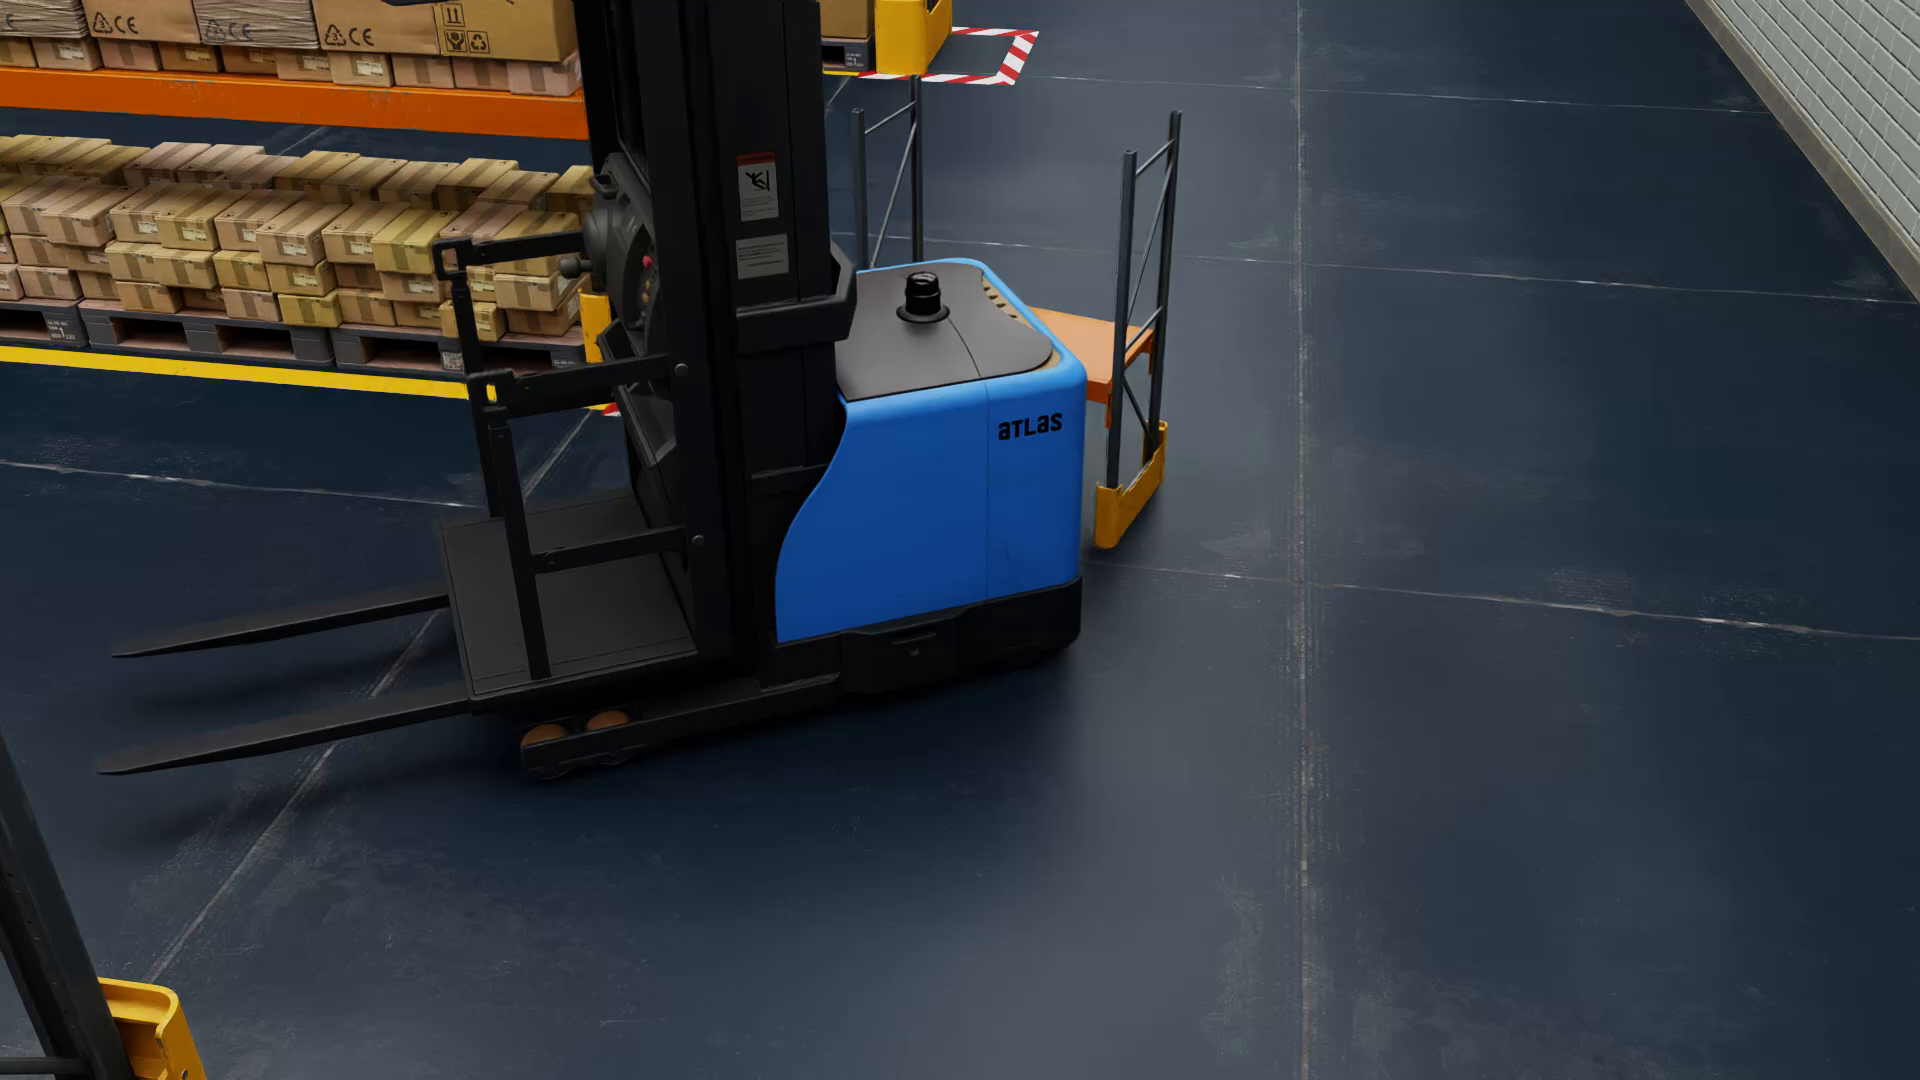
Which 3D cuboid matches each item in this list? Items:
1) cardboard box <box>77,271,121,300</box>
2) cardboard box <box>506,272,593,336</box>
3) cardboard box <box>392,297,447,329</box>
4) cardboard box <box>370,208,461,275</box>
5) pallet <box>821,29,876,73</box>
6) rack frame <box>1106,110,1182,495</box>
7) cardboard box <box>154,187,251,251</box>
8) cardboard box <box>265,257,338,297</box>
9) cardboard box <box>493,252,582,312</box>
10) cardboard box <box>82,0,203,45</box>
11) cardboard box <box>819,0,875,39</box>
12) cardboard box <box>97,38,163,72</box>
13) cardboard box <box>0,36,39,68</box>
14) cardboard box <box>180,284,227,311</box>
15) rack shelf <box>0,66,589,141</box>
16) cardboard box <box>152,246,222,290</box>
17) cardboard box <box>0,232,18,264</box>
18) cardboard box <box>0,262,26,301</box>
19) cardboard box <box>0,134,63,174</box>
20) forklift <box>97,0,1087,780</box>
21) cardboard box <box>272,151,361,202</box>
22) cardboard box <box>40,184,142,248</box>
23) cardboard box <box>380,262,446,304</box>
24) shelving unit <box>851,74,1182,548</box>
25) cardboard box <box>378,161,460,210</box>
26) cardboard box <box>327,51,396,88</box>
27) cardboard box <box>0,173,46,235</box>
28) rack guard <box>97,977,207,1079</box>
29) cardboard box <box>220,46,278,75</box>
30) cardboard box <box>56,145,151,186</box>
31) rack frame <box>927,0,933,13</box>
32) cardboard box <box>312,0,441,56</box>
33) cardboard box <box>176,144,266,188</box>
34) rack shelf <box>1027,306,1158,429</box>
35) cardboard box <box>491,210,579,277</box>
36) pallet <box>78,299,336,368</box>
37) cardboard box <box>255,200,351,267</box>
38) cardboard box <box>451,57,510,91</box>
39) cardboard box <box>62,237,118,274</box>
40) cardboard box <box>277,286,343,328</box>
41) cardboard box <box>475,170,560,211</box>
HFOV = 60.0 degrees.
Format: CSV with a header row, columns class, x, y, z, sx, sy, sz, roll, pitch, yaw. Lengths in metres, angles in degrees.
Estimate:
class,x,y,z,sx,sy,sz,roll,pitch,yaw
cardboard box,-3.865,-1.258,7.724,0.250,0.149,0.380,4,32,6
cardboard box,-1.827,-1.061,7.409,0.250,0.149,0.380,6,32,9
cardboard box,-2.343,-1.099,7.470,0.250,0.149,0.380,5,32,8
cardboard box,-2.352,-1.299,7.228,0.250,0.149,0.380,4,32,7
pallet,-1.140,-3.587,11.781,1.213,0.211,1.003,5,32,8
rack frame,0.657,-0.752,6.038,0.032,1.500,0.500,14,35,21
cardboard box,-3.375,-1.440,7.454,0.250,0.149,0.380,5,32,8
cardboard box,-2.866,-1.232,7.401,0.250,0.149,0.380,6,32,9
cardboard box,-1.841,-1.147,7.266,0.250,0.149,0.380,4,32,7
cardboard box,-3.257,-2.366,6.828,0.500,0.500,0.500,7,33,11
cardboard box,-0.983,-4.031,11.469,0.875,0.875,0.875,5,32,8
cardboard box,-3.413,-2.116,7.039,0.250,0.149,0.380,6,33,10
cardboard box,-3.948,-2.143,7.083,0.250,0.149,0.380,6,33,9
cardboard box,-3.353,-1.201,7.633,0.250,0.149,0.380,6,33,10
rack shelf,-3.244,-2.027,7.339,4.000,0.370,1.077,5,32,8
cardboard box,-3.392,-1.274,7.470,0.250,0.149,0.380,5,32,9
cardboard box,-4.402,-1.428,7.714,0.250,0.149,0.380,5,32,8
cardboard box,-4.395,-1.261,7.728,0.250,0.149,0.380,5,32,8
cardboard box,-4.563,-1.834,8.084,0.250,0.149,0.380,6,32,9
forklift,-1.165,-0.829,4.811,3.031,2.935,1.130,-11,34,-17
cardboard box,-3.033,-1.707,7.880,0.250,0.149,0.380,6,32,9
cardboard box,-3.894,-1.464,7.492,0.250,0.149,0.380,6,33,9
cardboard box,-2.354,-1.192,7.338,0.250,0.149,0.380,4,32,6
shelving unit,0.205,-0.864,6.217,1.083,1.500,0.587,14,35,21
cardboard box,-2.509,-1.629,7.757,0.250,0.149,0.380,4,32,6
cardboard box,-2.386,-1.995,6.847,0.250,0.149,0.380,6,33,10
cardboard box,-4.392,-1.541,7.614,0.250,0.149,0.380,5,32,8
rack guard,-1.982,1.506,3.372,0.348,0.500,1.175,5,32,8
cardboard box,-2.897,-2.089,6.997,0.250,0.149,0.380,4,32,6
cardboard box,-4.073,-1.752,7.952,0.250,0.149,0.380,6,33,10
rack frame,-0.339,-4.738,10.993,0.127,3.000,1.000,5,32,8
cardboard box,-2.266,-2.276,6.684,0.500,0.500,0.500,5,32,7
cardboard box,-3.523,-1.758,7.963,0.250,0.149,0.380,4,32,6
rack shelf,0.197,-0.714,6.316,1.000,0.185,0.538,14,35,21
cardboard box,-1.837,-1.290,7.214,0.250,0.149,0.380,6,32,9
pallet,-3.342,-1.179,7.935,1.213,0.211,1.003,5,32,8
cardboard box,-2.871,-1.350,7.310,0.250,0.149,0.380,6,33,10
cardboard box,-1.881,-1.970,6.807,0.250,0.149,0.380,5,32,8
cardboard box,-3.869,-1.365,7.615,0.250,0.149,0.380,7,33,10
cardboard box,-2.851,-1.105,7.479,0.250,0.149,0.380,4,32,6
cardboard box,-2.024,-1.561,7.647,0.250,0.149,0.380,6,33,9
